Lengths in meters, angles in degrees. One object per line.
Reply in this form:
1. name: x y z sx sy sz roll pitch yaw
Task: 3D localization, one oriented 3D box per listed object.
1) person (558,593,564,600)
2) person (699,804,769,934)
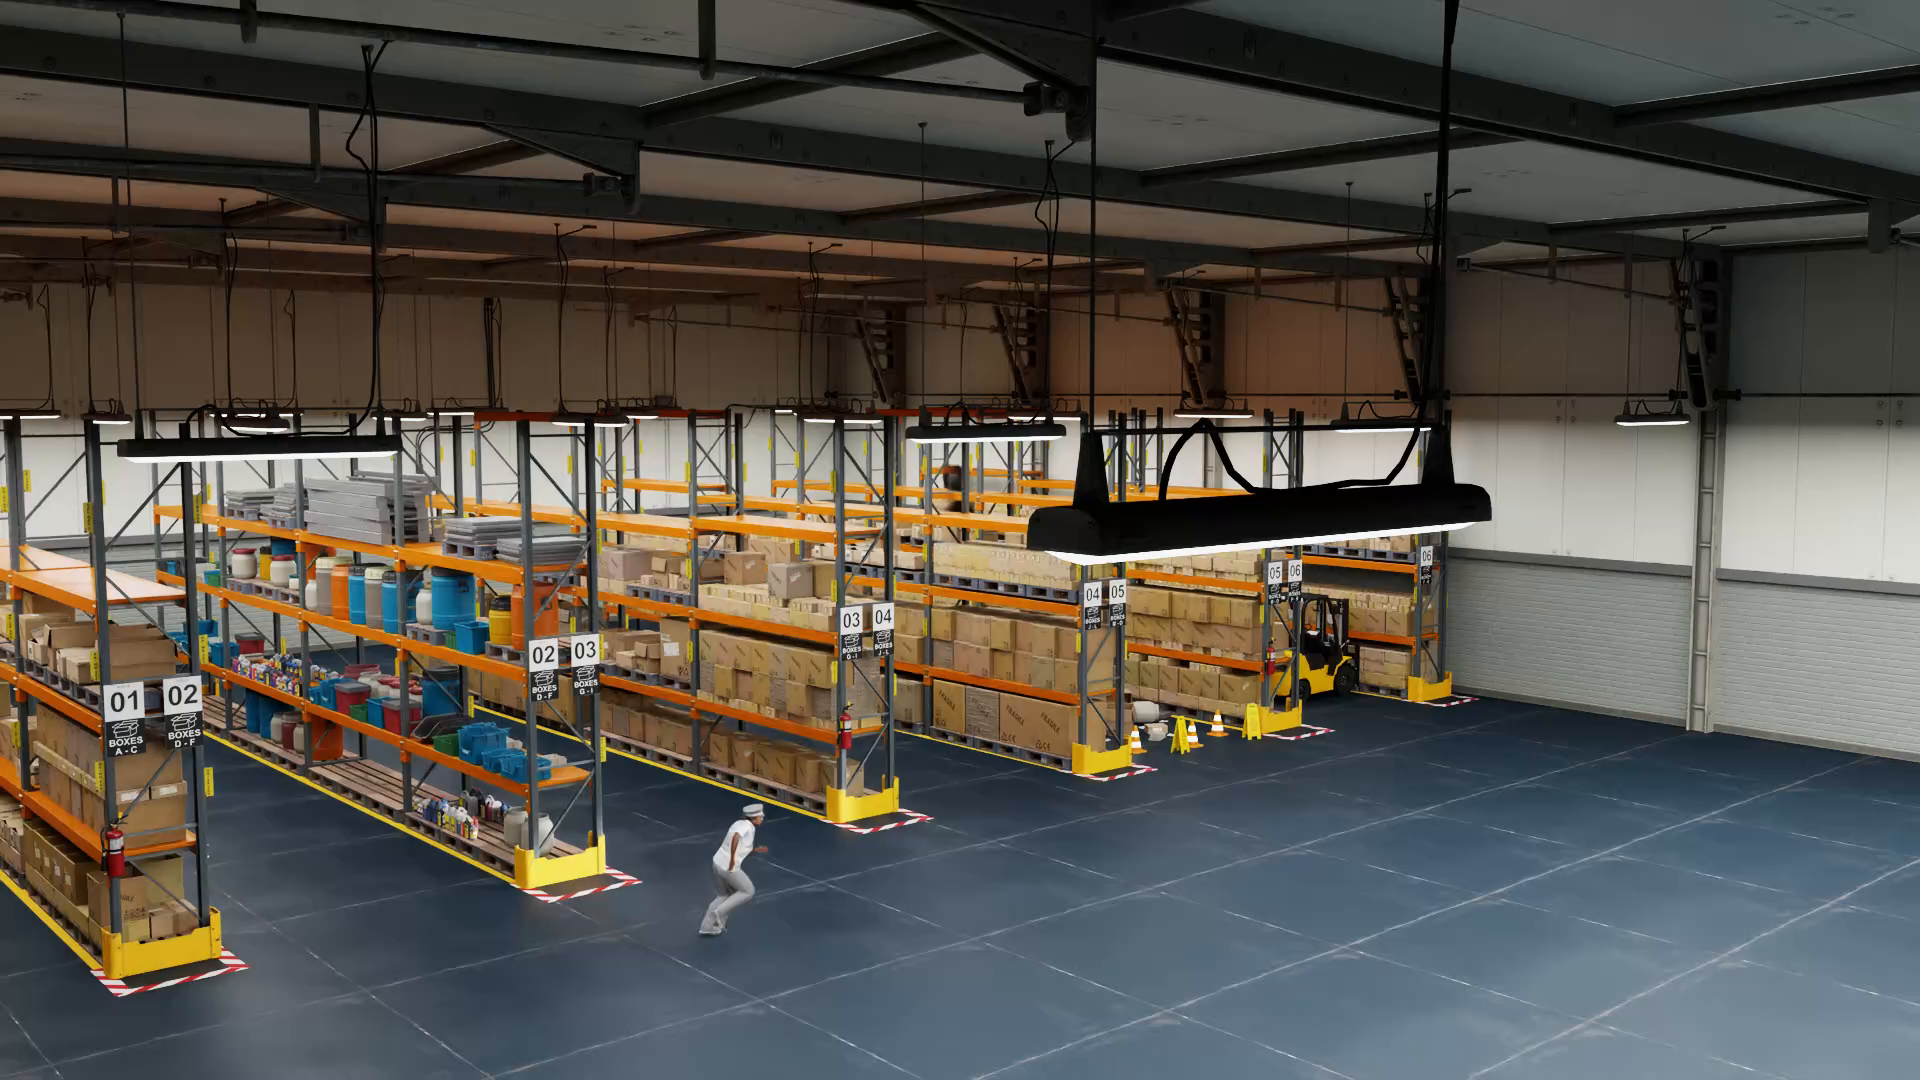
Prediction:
1. person: -9.509 2.078 39.472 0.522 1.653 0.797 -3 6 -34
2. person: -2.623 3.873 19.474 0.859 1.496 0.612 -2 5 -22
